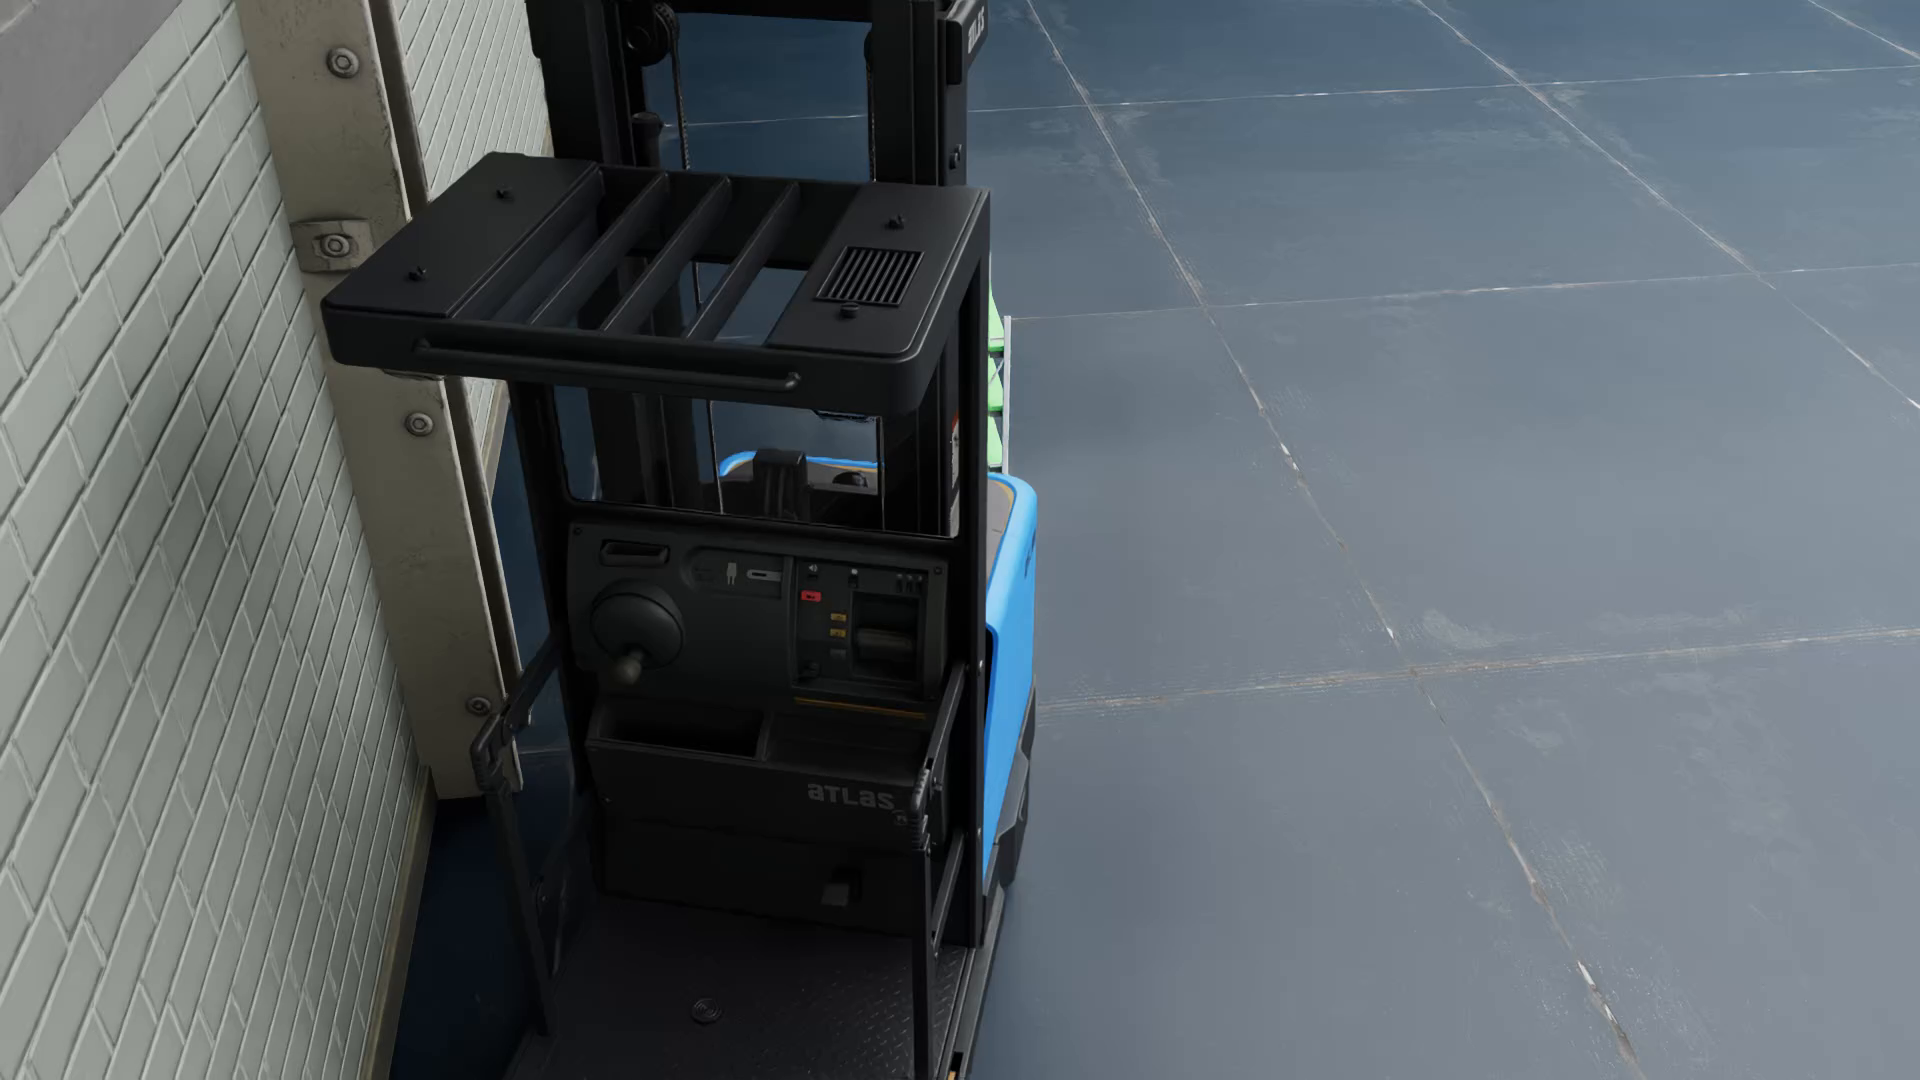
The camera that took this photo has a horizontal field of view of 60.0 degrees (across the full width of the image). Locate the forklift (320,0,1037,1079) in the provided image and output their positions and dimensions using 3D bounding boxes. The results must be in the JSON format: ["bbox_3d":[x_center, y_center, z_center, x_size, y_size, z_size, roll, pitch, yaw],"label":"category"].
[{"bbox_3d":[-0.526,0.243,3.790,1.130,2.935,3.031,6,35,9],"label":"forklift"}]

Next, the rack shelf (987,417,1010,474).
[{"bbox_3d":[0.022,-0.351,6.313,0.258,0.148,0.480,-4,35,-6],"label":"rack shelf"}]

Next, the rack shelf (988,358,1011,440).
[{"bbox_3d":[0.022,-0.549,6.177,0.258,0.148,0.480,-4,35,-6],"label":"rack shelf"}]

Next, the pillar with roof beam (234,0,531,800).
[{"bbox_3d":[2.631,-3.307,3.612,9.100,9.000,0.400,-4,35,-6],"label":"pillar with roof beam"}]

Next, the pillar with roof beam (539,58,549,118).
[{"bbox_3d":[1.824,-6.655,8.525,9.100,9.000,0.400,-4,35,-6],"label":"pillar with roof beam"}]

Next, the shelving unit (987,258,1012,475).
[{"bbox_3d":[0.022,-0.403,6.277,0.258,1.200,0.503,-4,35,-6],"label":"shelving unit"}]

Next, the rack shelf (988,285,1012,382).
[{"bbox_3d":[0.022,-0.747,6.042,0.258,0.148,0.480,-4,35,-6],"label":"rack shelf"}]

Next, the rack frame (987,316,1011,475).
[{"bbox_3d":[0.055,-0.267,6.077,0.240,1.200,0.015,-4,35,-6],"label":"rack frame"}]
